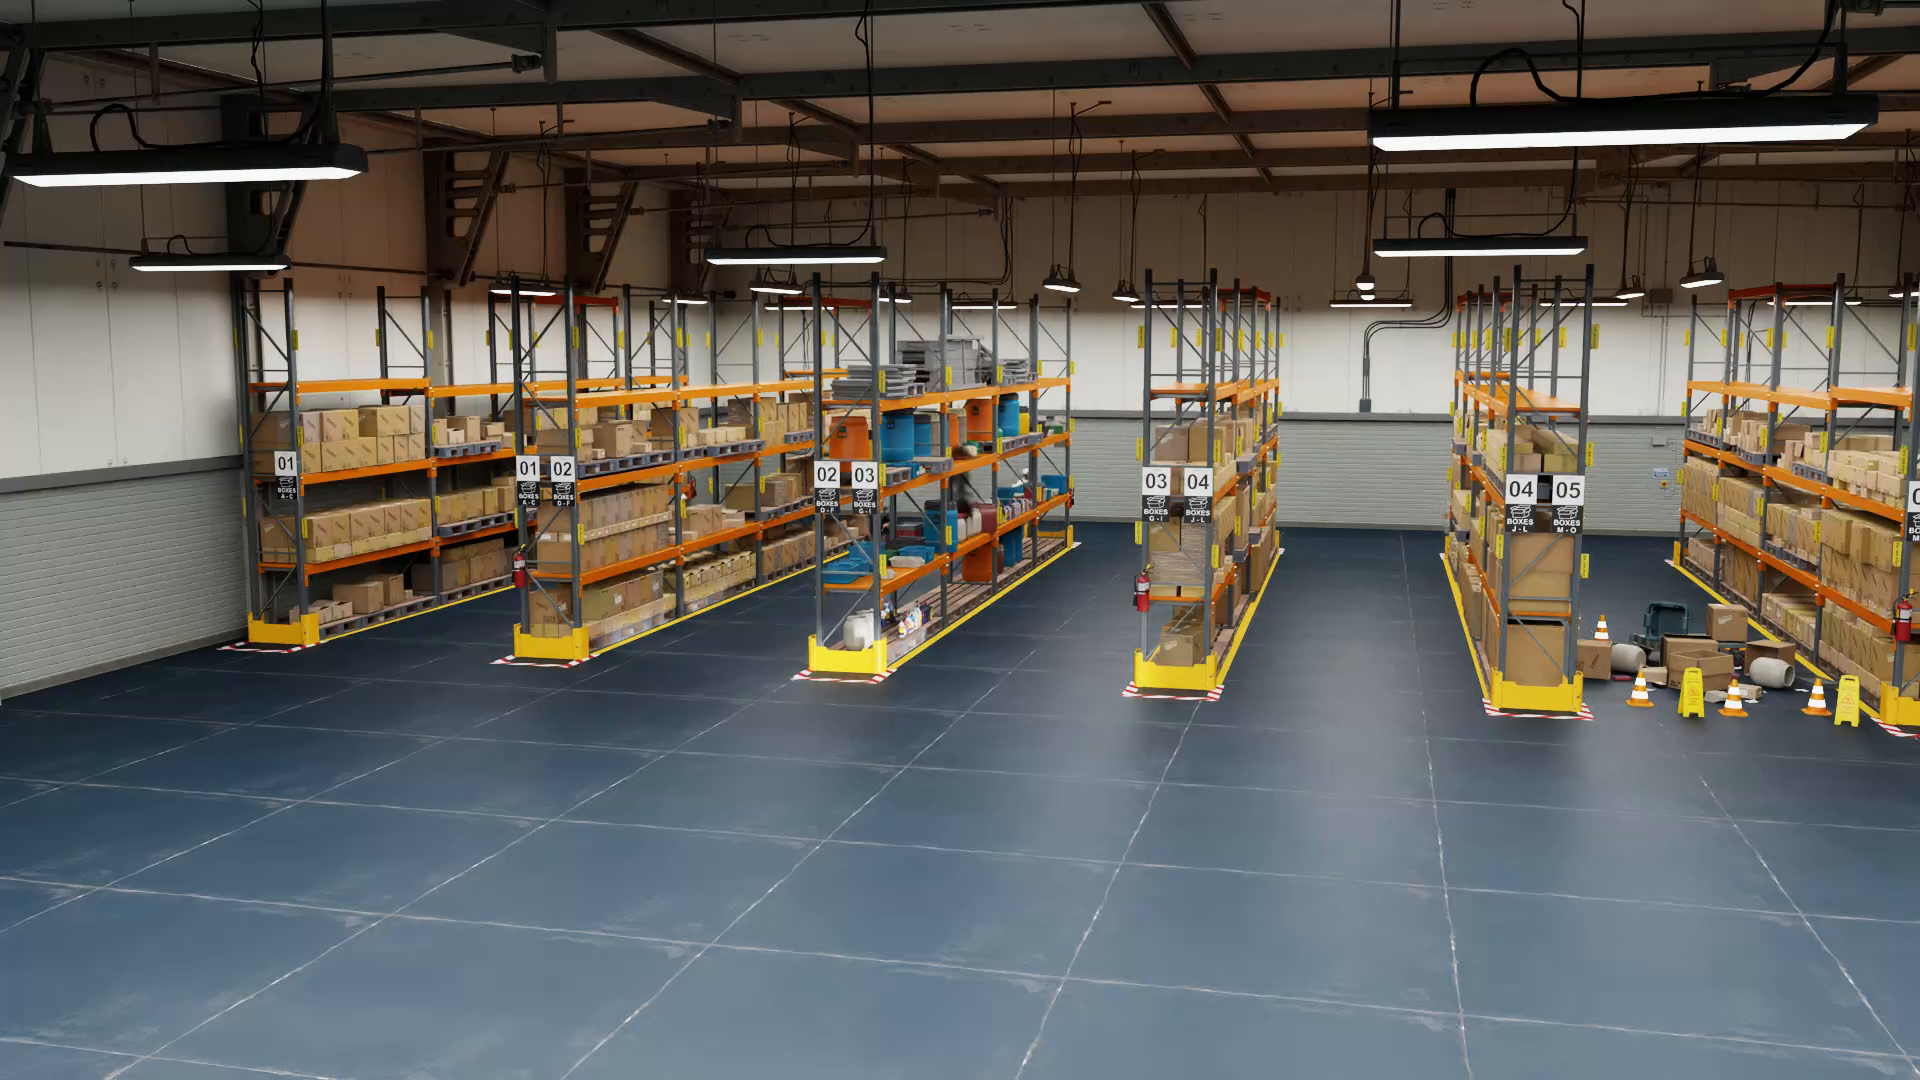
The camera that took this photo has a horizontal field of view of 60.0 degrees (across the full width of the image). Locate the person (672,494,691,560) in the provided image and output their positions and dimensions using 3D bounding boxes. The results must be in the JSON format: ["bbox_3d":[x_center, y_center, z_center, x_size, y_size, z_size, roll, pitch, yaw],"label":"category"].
[{"bbox_3d":[-5.876,-0.074,35.085,0.646,1.799,0.725,1,7,8],"label":"person"}]

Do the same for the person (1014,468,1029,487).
[{"bbox_3d":[1.645,-0.948,42.107,0.976,1.749,0.682,2,7,16],"label":"person"}]

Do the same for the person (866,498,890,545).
[{"bbox_3d":[-1.733,-0.104,35.592,0.666,1.709,0.666,1,7,9],"label":"person"}]

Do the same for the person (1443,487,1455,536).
[{"bbox_3d":[11.782,-0.479,39.322,0.611,1.586,0.538,-1,7,-8],"label":"person"}]
